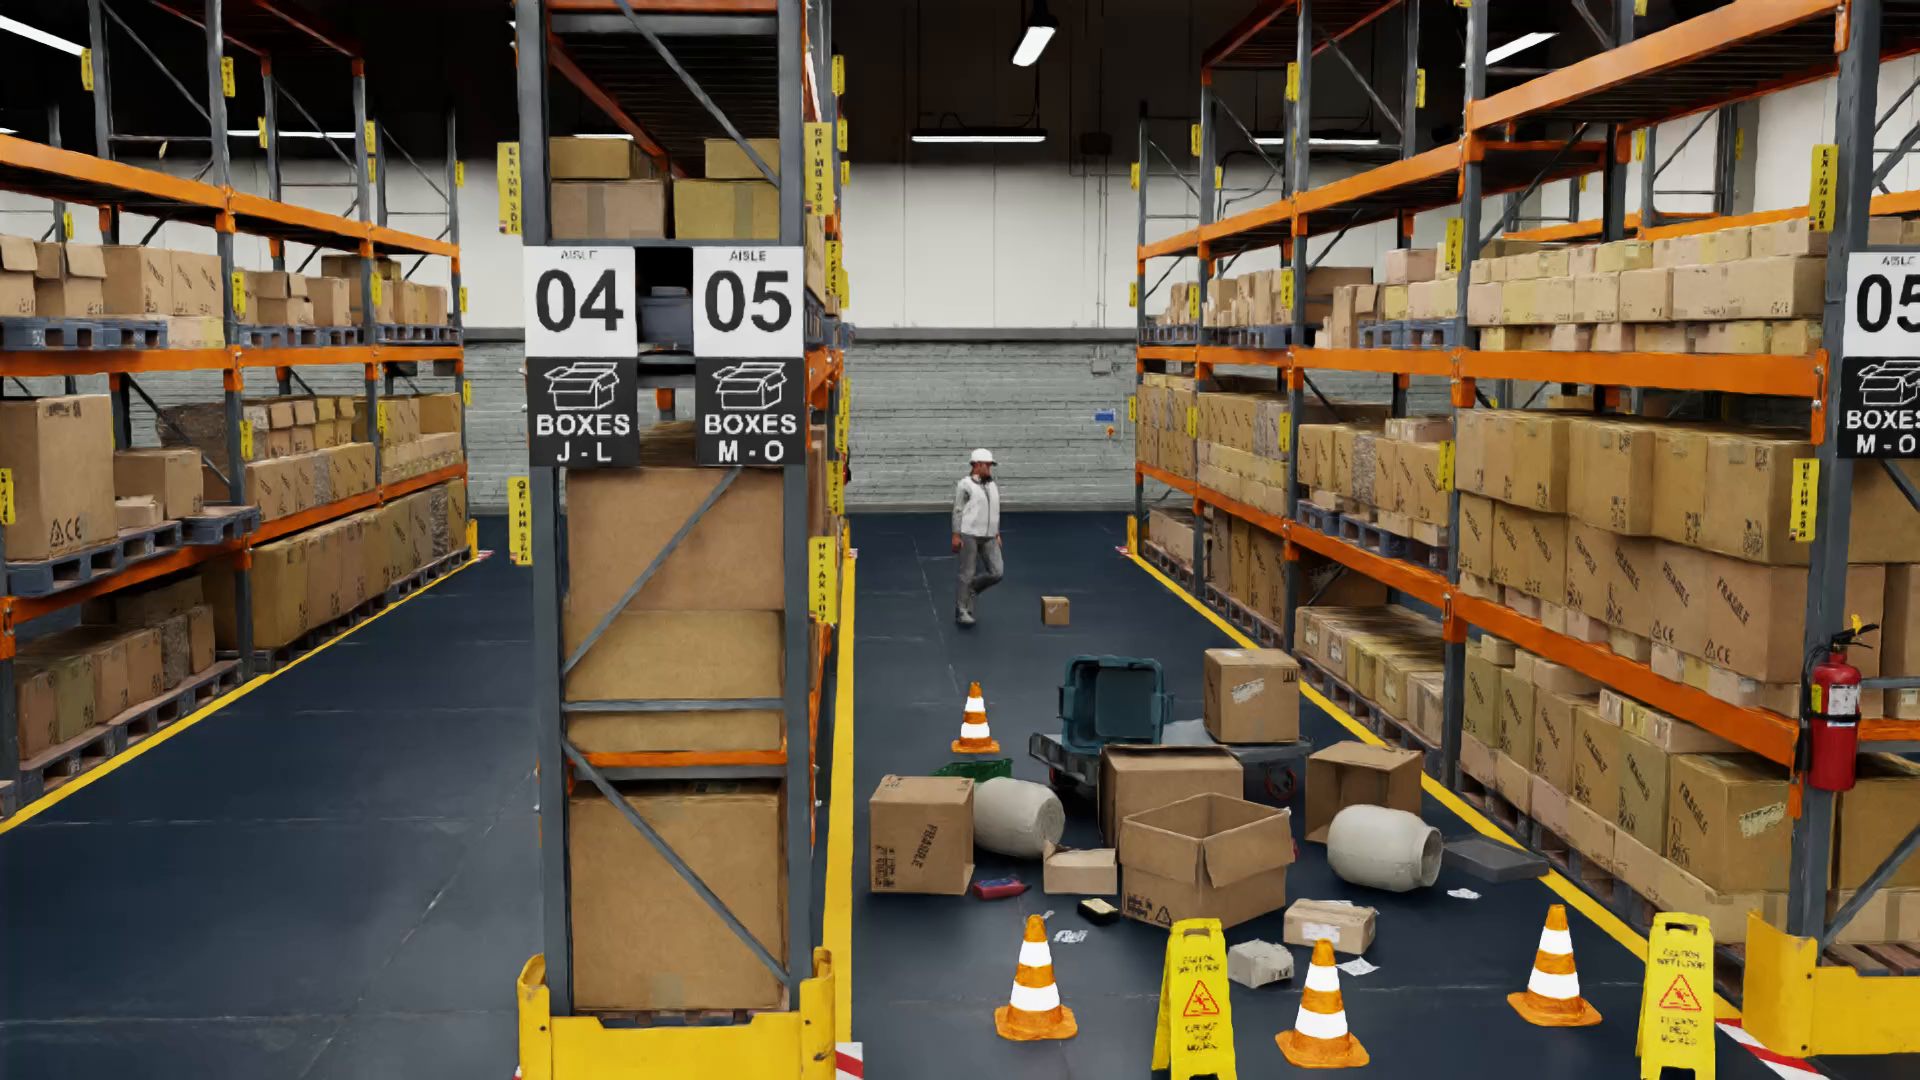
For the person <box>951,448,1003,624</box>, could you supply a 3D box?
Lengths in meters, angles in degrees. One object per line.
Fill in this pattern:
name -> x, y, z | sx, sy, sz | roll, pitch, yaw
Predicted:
person -> 0.167, -0.052, 16.949 | 0.603, 1.758, 0.510 | -5, 8, -36
